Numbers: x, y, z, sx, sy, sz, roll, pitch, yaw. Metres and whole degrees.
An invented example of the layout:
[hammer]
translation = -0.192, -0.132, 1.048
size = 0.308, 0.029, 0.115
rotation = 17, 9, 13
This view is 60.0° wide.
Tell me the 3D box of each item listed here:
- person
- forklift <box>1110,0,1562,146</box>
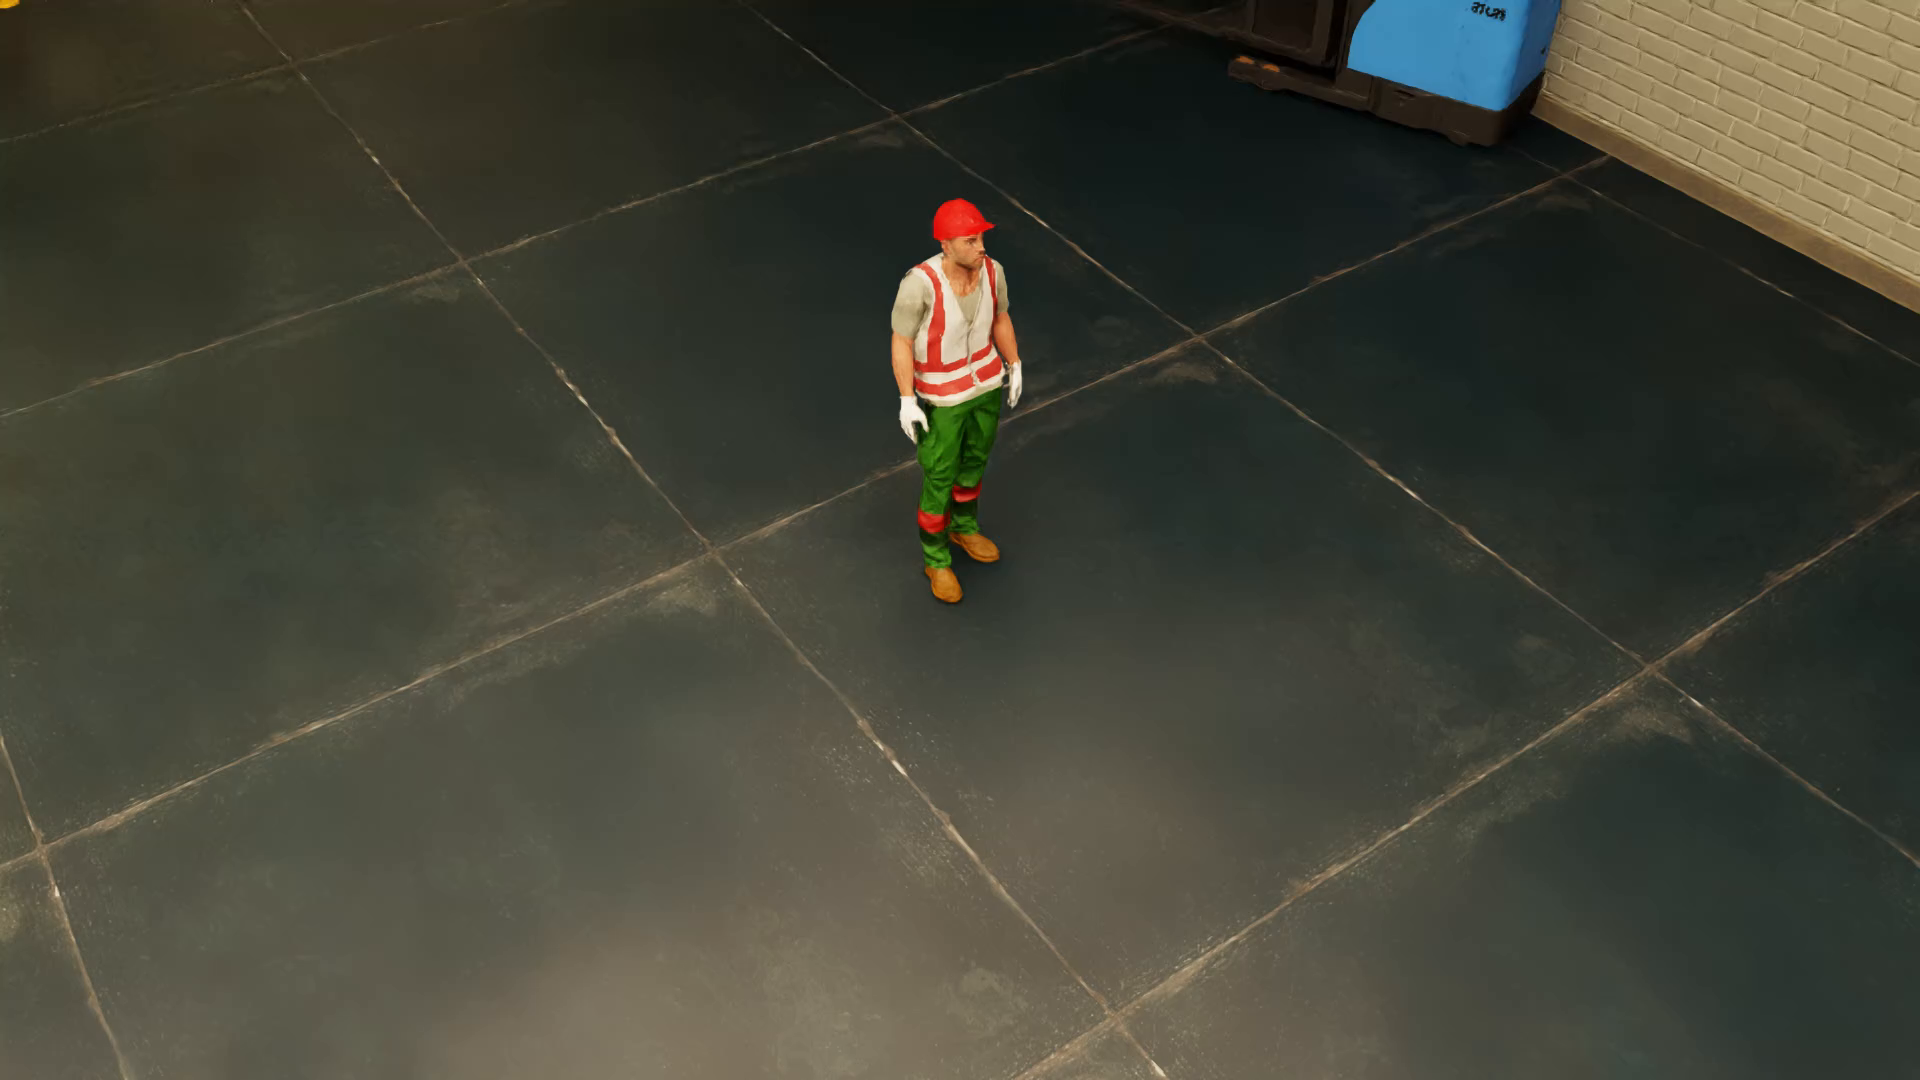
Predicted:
[person]
translation = 0.037, -0.614, 7.214
size = 0.637, 1.787, 0.563
rotation = -25, 48, -25
[forklift]
translation = 2.416, -4.358, 10.444
size = 3.031, 2.935, 1.130
rotation = 25, 48, 25
